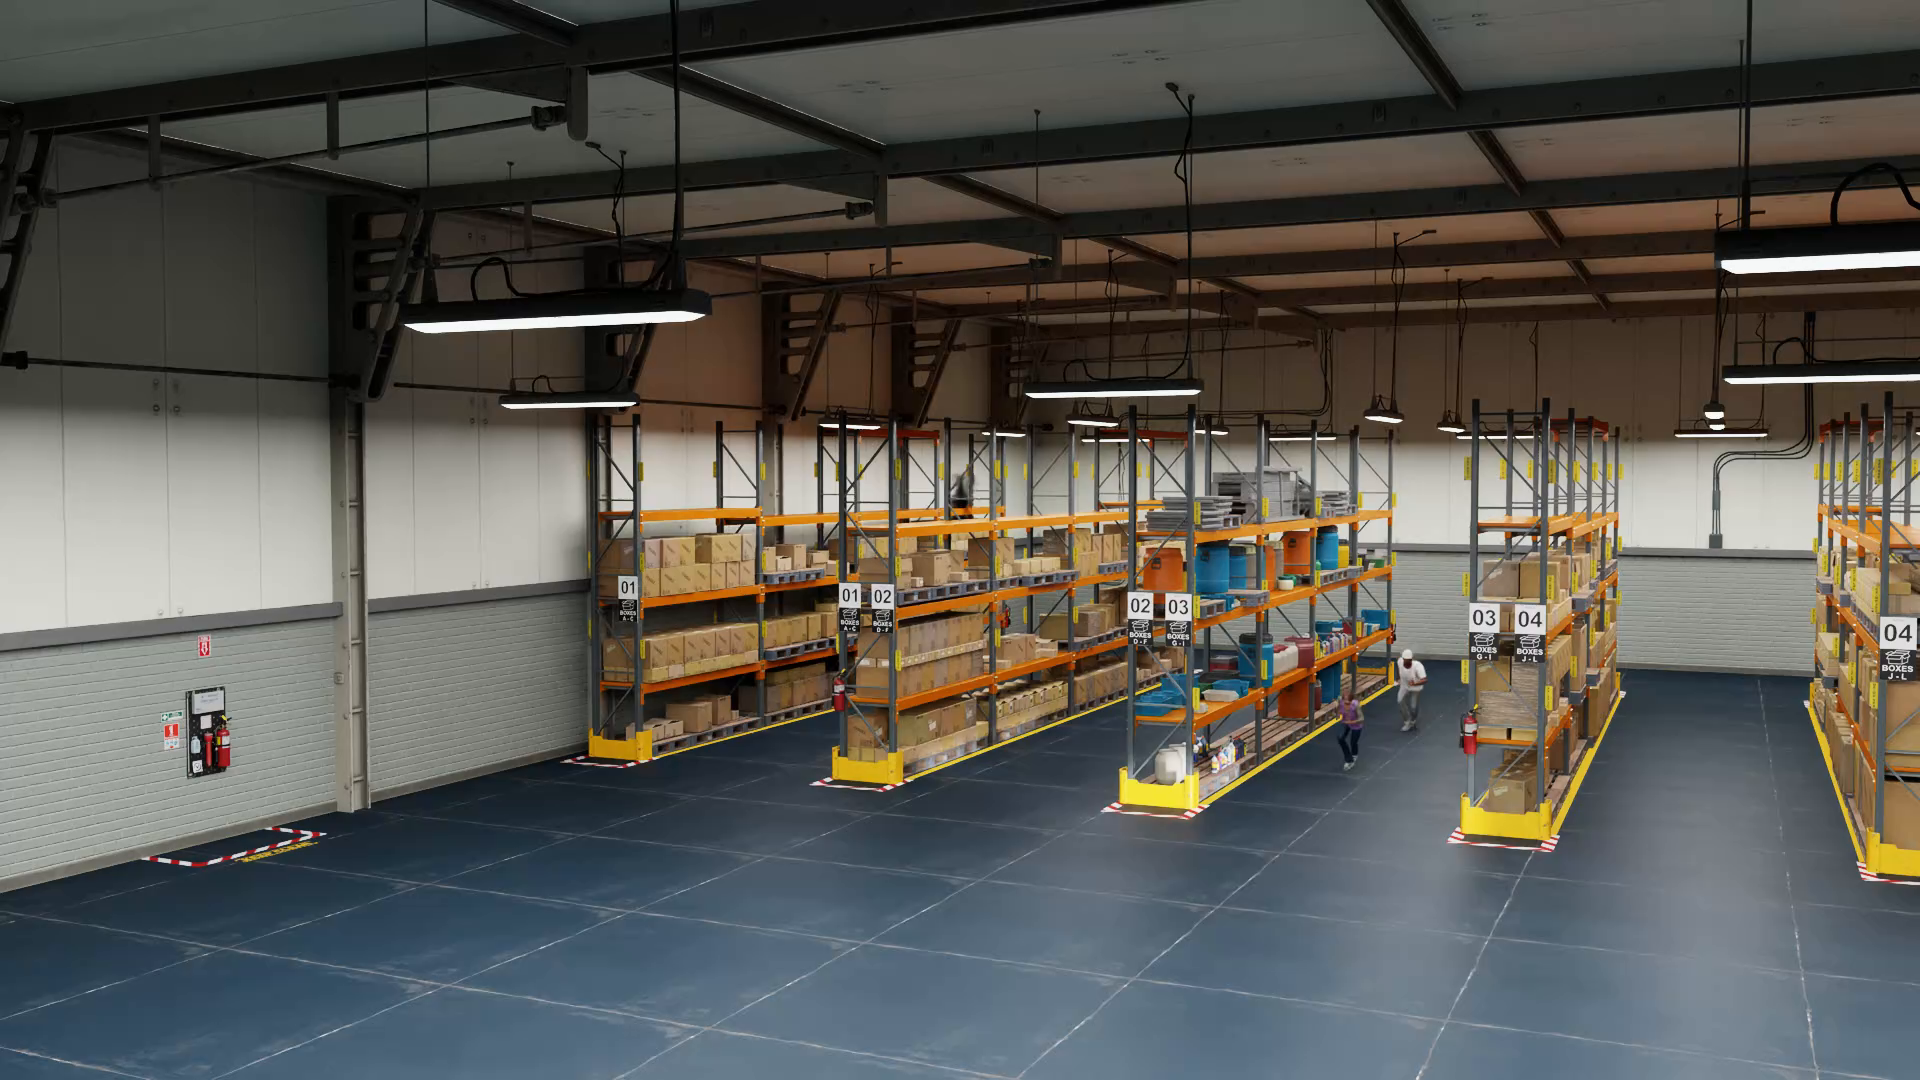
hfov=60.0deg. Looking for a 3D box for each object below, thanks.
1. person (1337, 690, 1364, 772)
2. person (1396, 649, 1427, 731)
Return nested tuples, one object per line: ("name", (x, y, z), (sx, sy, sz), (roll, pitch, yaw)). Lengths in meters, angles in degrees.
("person", (6.606, 3.169, 28.001), (0.543, 1.383, 1.048), (1, 3, 30))
("person", (8.718, 2.864, 32.117), (0.707, 1.582, 1.106), (1, 3, 31))
